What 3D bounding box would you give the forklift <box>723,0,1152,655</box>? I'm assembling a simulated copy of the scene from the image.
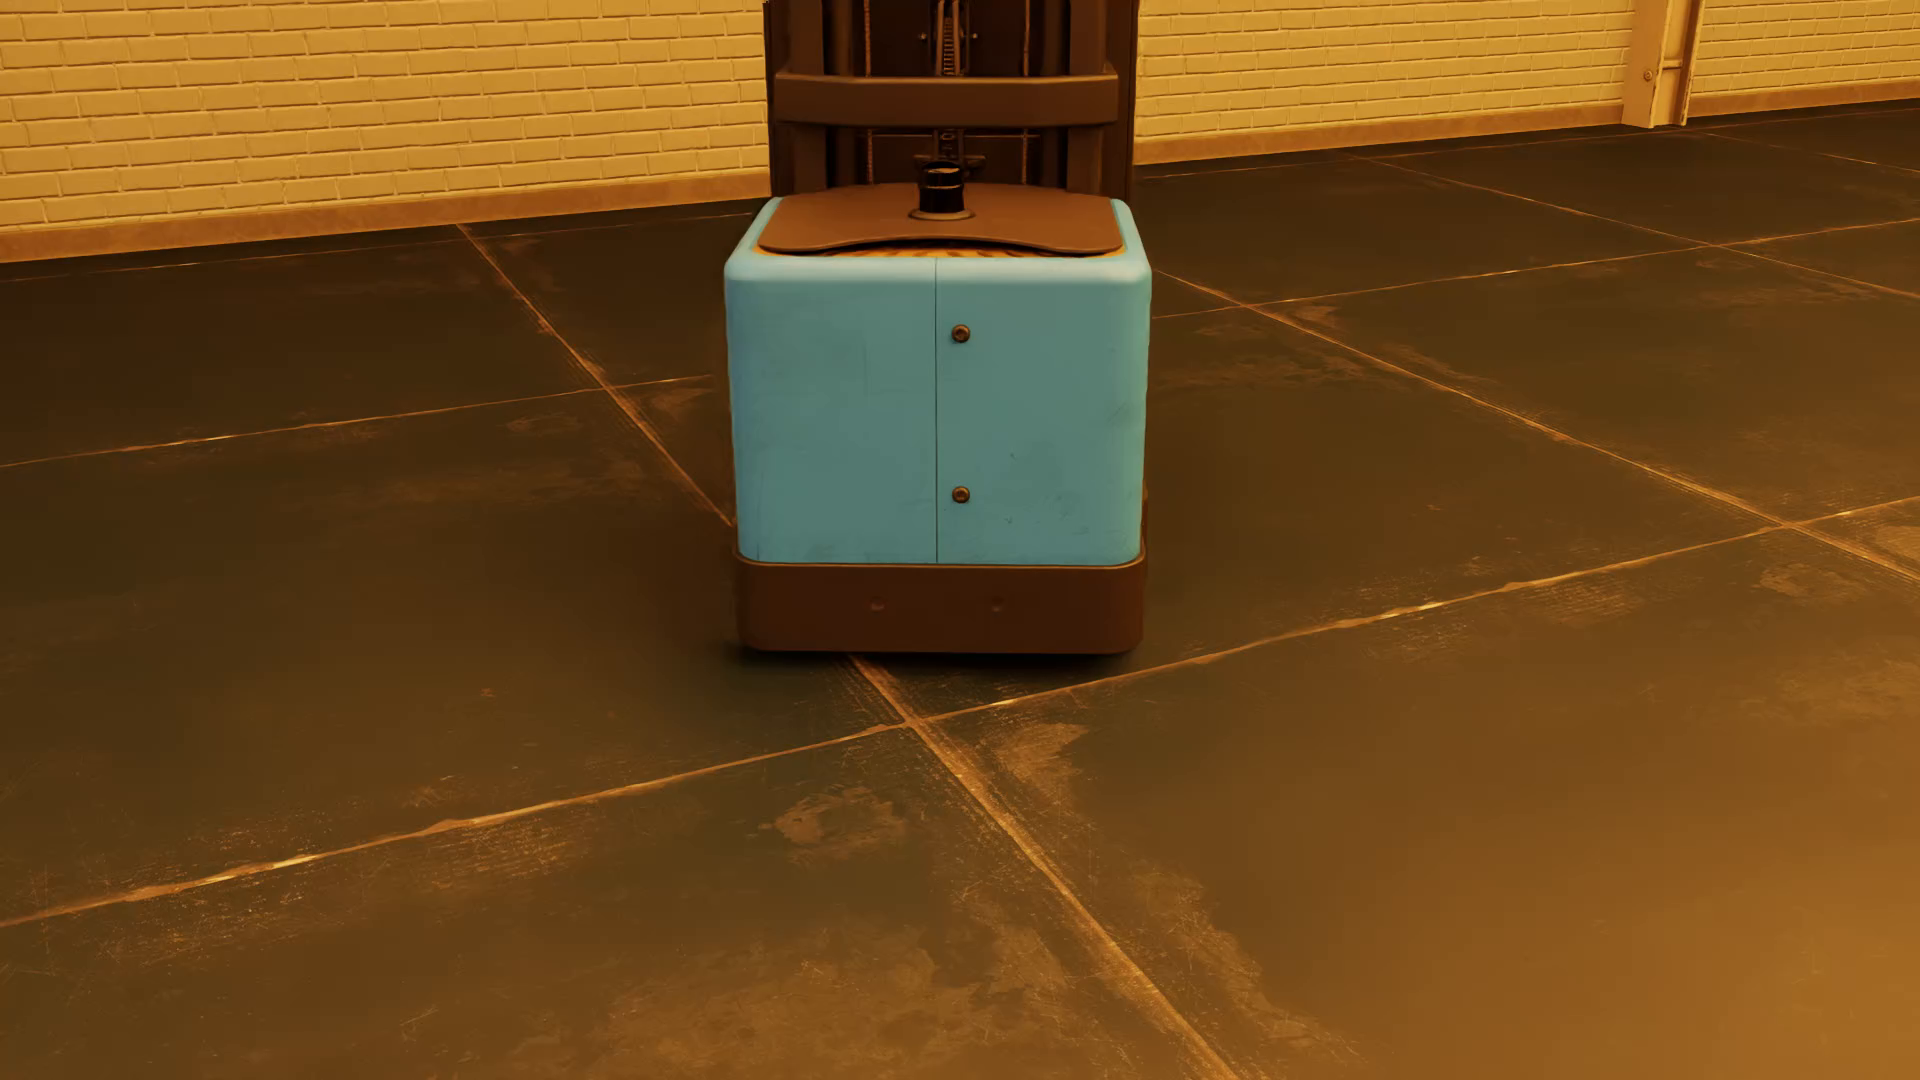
[{"bbox_3d":[-0.021,-1.580,5.090,1.130,2.935,3.031,1,23,1],"label":"forklift"}]
